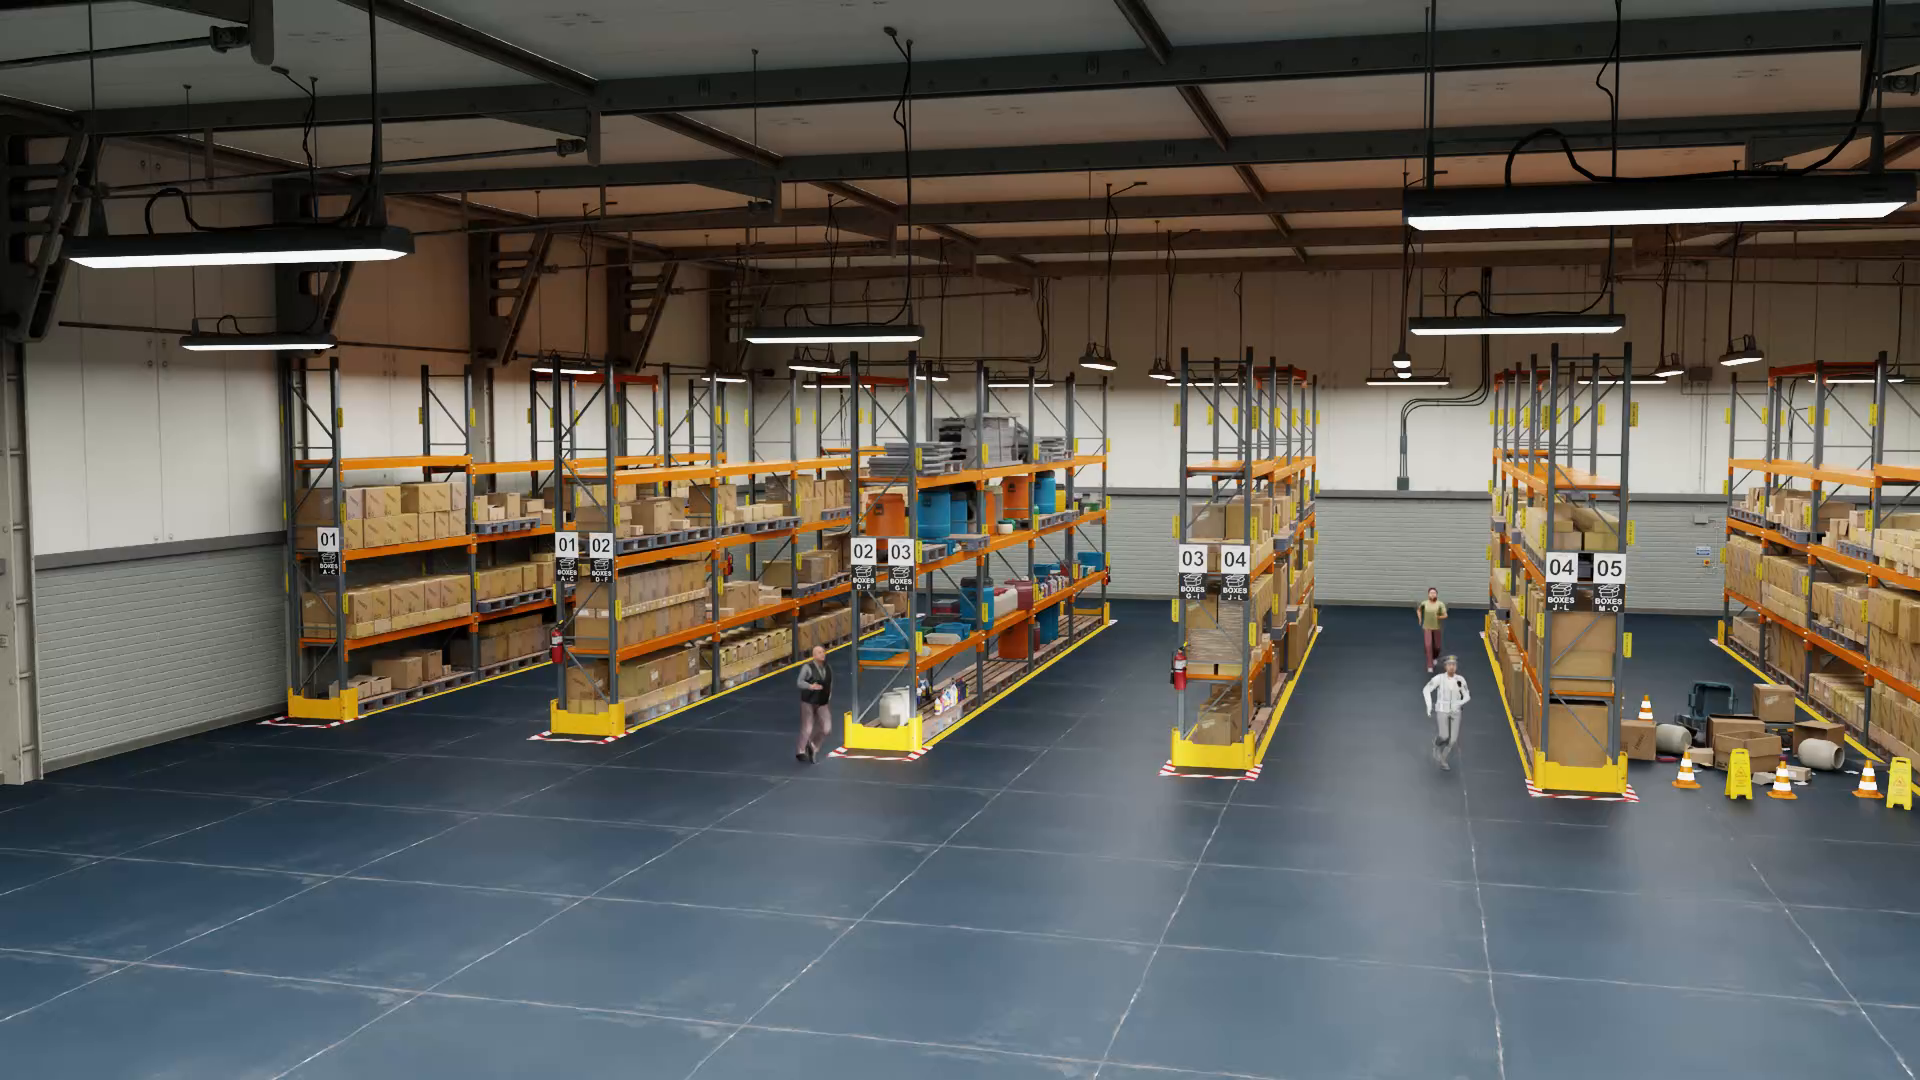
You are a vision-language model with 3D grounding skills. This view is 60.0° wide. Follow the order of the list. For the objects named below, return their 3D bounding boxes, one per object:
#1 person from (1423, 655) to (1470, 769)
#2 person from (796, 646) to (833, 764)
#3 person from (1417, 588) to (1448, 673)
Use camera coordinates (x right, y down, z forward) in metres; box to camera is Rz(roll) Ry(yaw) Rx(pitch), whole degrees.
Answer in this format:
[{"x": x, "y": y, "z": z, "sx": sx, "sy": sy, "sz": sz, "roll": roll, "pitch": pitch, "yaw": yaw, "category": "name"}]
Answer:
[{"x": 6.940, "y": 2.448, "z": 23.623, "sx": 0.612, "sy": 1.638, "sz": 0.526, "roll": 0, "pitch": 4, "yaw": 1, "category": "person"}, {"x": -2.050, "y": 2.398, "z": 24.072, "sx": 0.663, "sy": 1.726, "sz": 0.685, "roll": -2, "pitch": 5, "yaw": -30, "category": "person"}, {"x": 9.317, "y": 1.758, "z": 32.821, "sx": 0.586, "sy": 1.645, "sz": 0.914, "roll": 1, "pitch": 4, "yaw": 14, "category": "person"}]
